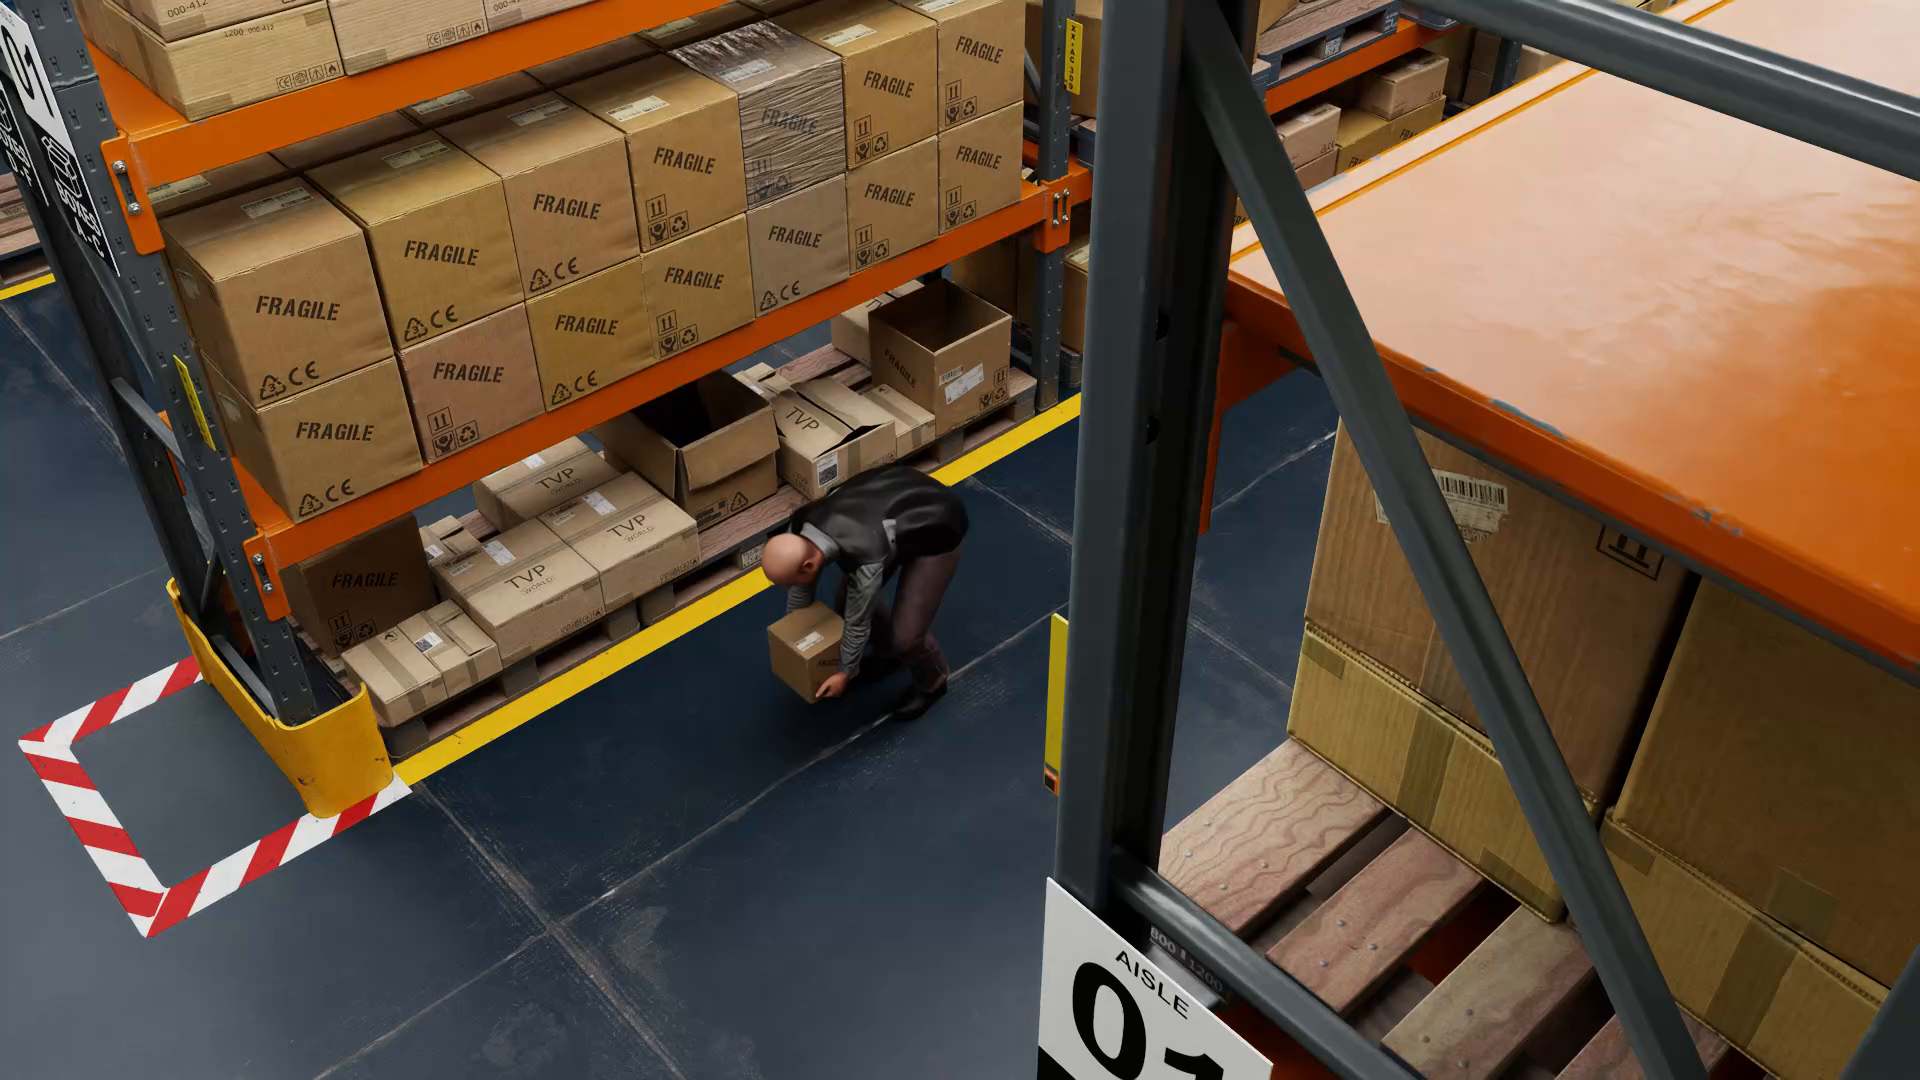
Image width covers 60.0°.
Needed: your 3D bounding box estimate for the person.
[{"bbox_3d":[-0.384,0.263,6.642,0.488,1.138,0.940,32,49,33],"label":"person"}]
